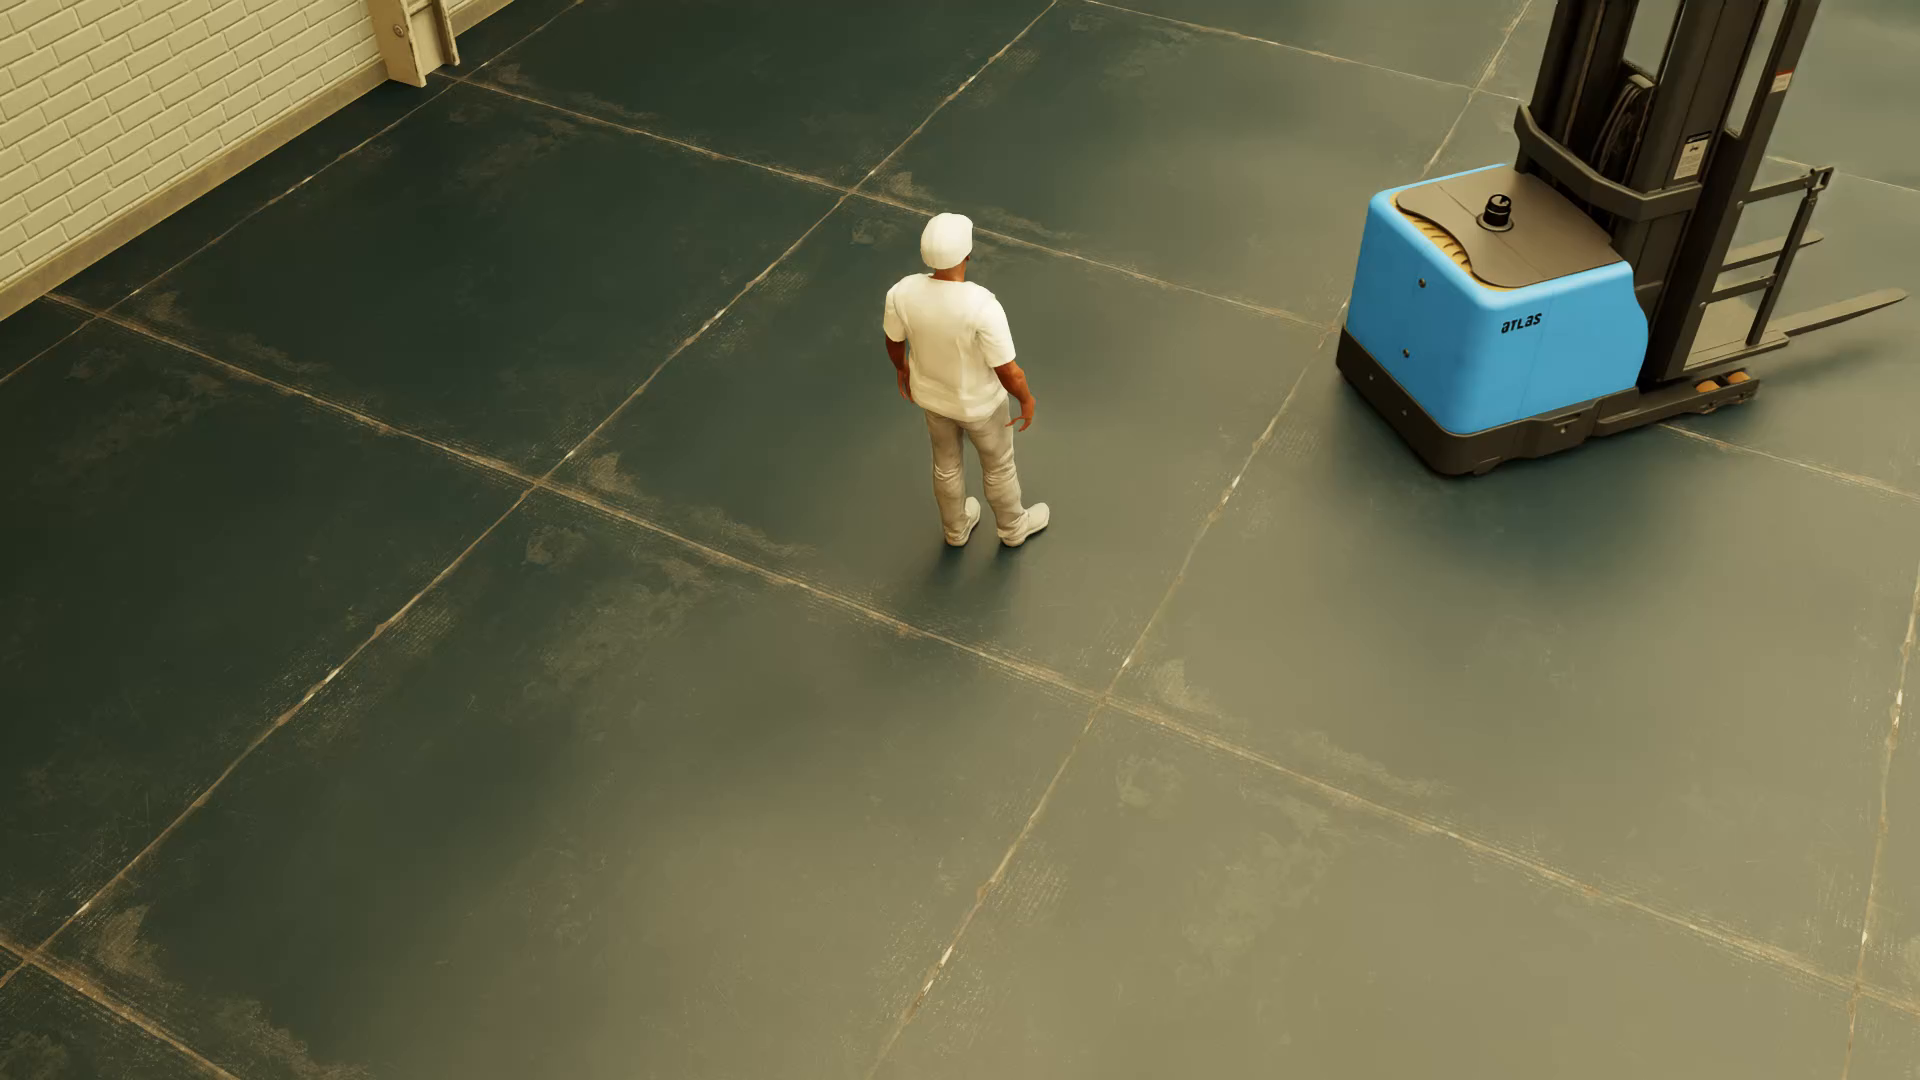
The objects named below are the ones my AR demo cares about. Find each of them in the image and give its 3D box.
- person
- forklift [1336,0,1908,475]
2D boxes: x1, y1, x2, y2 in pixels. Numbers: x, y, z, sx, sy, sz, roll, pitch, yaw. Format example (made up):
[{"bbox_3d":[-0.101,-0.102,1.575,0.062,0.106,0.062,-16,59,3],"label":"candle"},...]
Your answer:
[{"bbox_3d":[0.037,-0.689,7.224,0.666,1.768,0.575,20,47,20],"label":"person"},{"bbox_3d":[3.525,-2.031,7.810,3.031,2.935,1.130,-16,46,-16],"label":"forklift"}]
